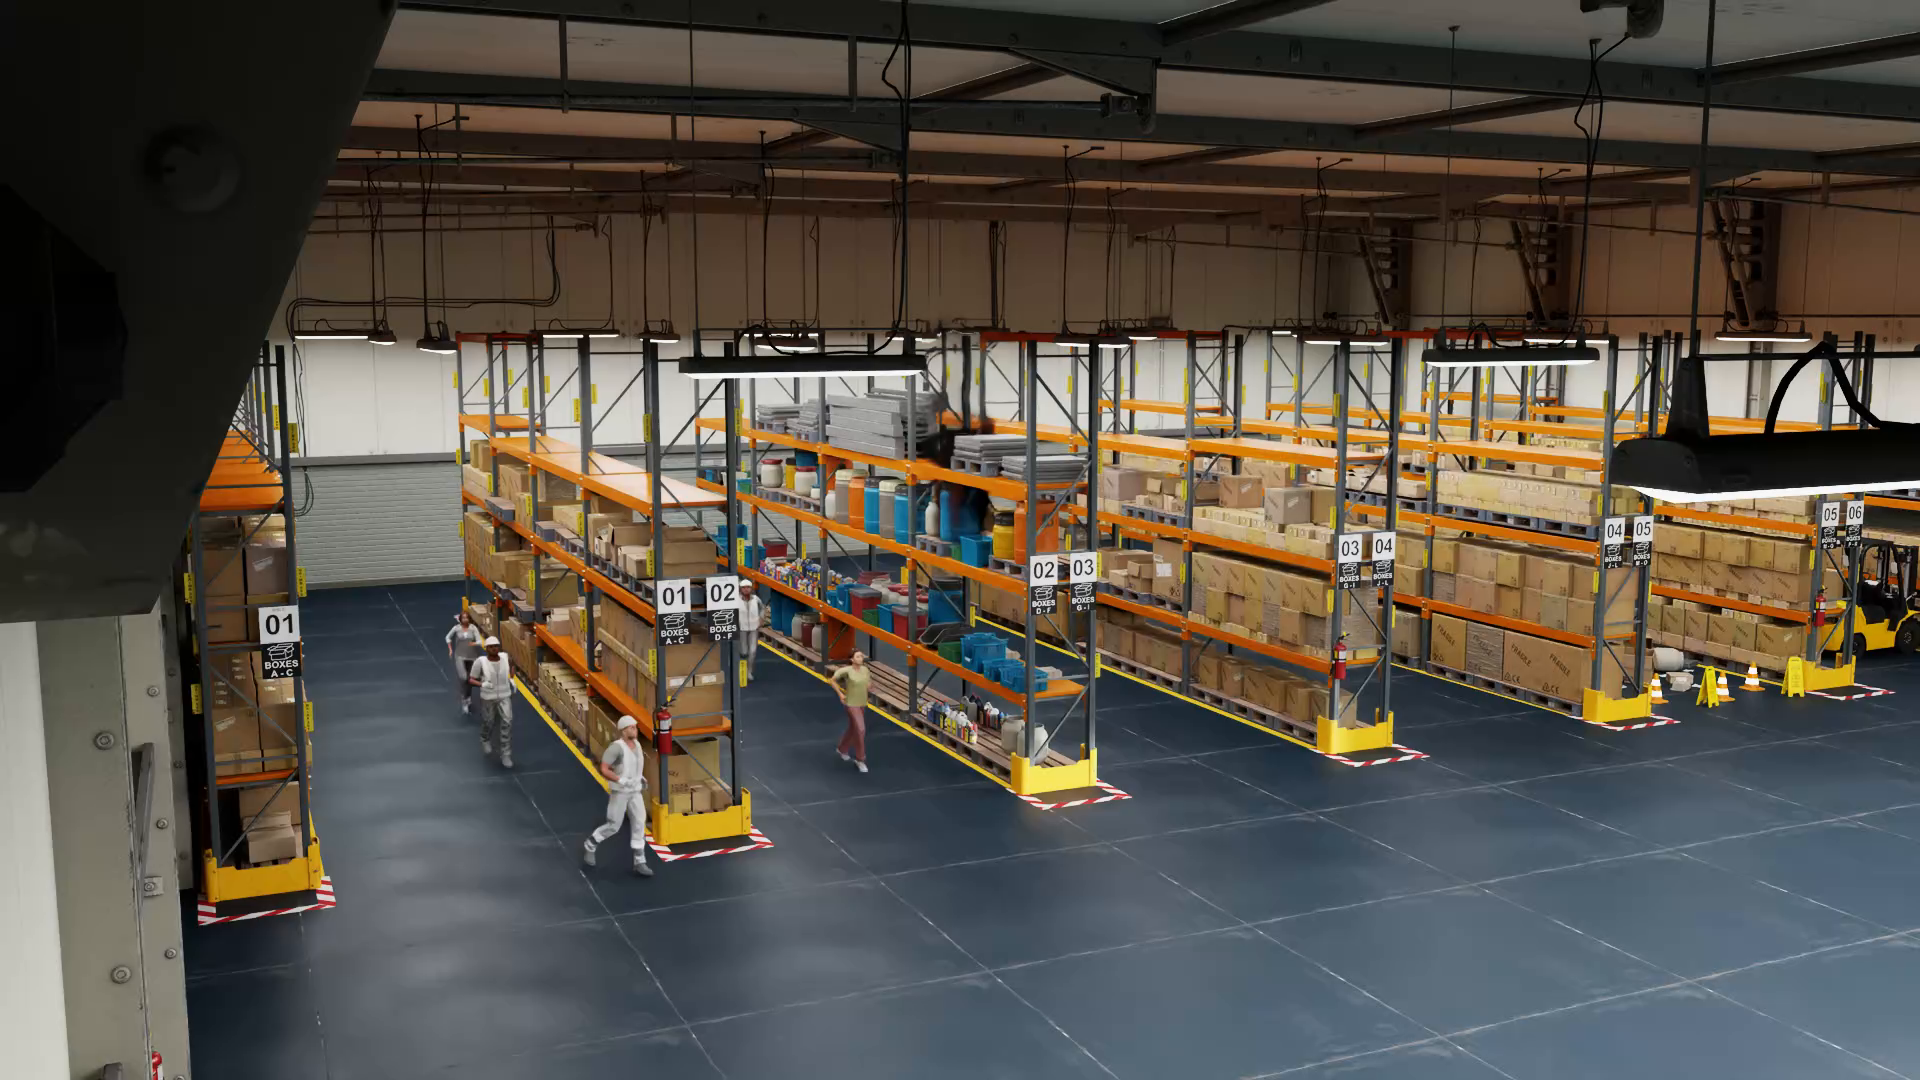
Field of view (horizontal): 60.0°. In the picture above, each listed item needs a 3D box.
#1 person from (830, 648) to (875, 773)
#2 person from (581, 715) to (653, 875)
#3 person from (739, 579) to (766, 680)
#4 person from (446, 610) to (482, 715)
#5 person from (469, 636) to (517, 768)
[{"bbox_3d":[-1.493,2.362,23.399,0.762,1.729,0.562,7,11,43],"label":"person"},{"bbox_3d":[-3.798,2.886,19.044,0.975,1.753,0.717,5,9,31],"label":"person"},{"bbox_3d":[-3.736,1.549,29.216,0.663,1.753,0.659,-2,8,-17],"label":"person"},{"bbox_3d":[-7.942,1.942,26.705,0.510,1.642,0.733,-4,9,-28],"label":"person"},{"bbox_3d":[-6.621,2.264,23.651,0.686,1.819,0.924,-4,9,-28],"label":"person"}]
